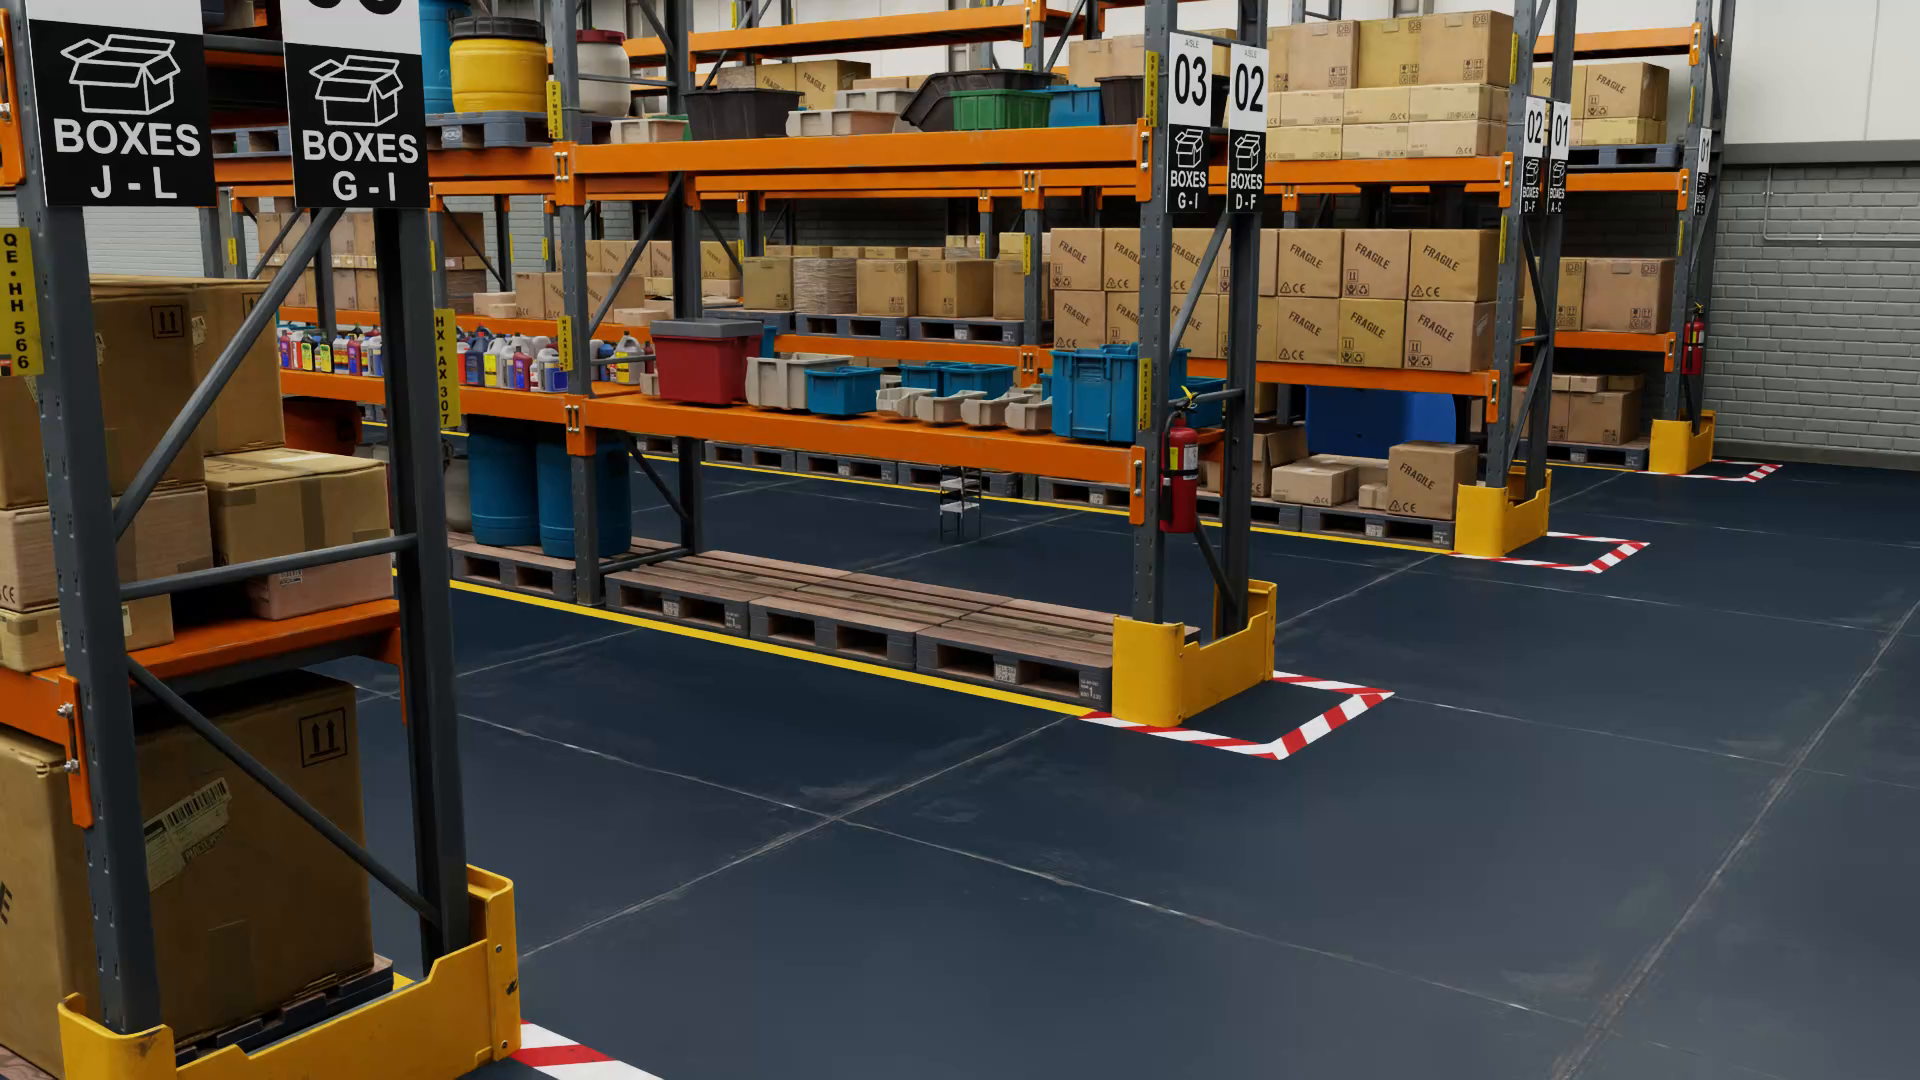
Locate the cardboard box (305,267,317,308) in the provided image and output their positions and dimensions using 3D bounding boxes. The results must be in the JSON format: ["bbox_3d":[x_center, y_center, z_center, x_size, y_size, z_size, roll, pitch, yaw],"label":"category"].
[{"bbox_3d":[-7.599,-3.119,20.494,0.500,0.500,0.700,8,14,36],"label":"cardboard box"}]

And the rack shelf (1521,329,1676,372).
[{"bbox_3d":[5.422,-2.071,17.234,4.000,0.370,1.077,8,13,36],"label":"rack shelf"}]

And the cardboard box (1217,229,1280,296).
[{"bbox_3d":[2.341,-2.161,12.907,0.500,0.500,0.500,8,14,37],"label":"cardboard box"}]

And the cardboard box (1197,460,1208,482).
[{"bbox_3d":[2.113,-0.682,14.077,0.500,0.311,0.500,8,13,36],"label":"cardboard box"}]

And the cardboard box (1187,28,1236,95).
[{"bbox_3d":[2.022,-3.721,13.075,0.500,0.500,0.700,8,13,36],"label":"cardboard box"}]

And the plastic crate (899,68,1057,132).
[{"bbox_3d":[0.102,-2.339,8.990,0.767,0.338,0.504,8,13,36],"label":"plastic crate"}]

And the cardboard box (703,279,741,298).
[{"bbox_3d":[-3.199,-3.492,23.024,0.500,0.250,0.500,8,14,36],"label":"cardboard box"}]

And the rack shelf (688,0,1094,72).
[{"bbox_3d":[-0.731,-4.511,15.104,4.000,0.370,1.077,8,13,36],"label":"rack shelf"}]

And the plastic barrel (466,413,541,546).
[{"bbox_3d":[-3.053,-0.452,11.388,0.708,0.901,0.600,8,13,36],"label":"plastic barrel"}]

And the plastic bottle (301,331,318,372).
[{"bbox_3d":[-4.666,-1.353,11.933,0.133,0.283,0.061,8,13,36],"label":"plastic bottle"}]

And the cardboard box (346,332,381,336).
[{"bbox_3d":[-7.368,-2.339,20.883,0.500,0.500,0.500,8,13,36],"label":"cardboard box"}]

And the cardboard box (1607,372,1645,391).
[{"bbox_3d":[6.630,-1.577,16.552,0.250,0.149,0.380,8,14,36],"label":"cardboard box"}]

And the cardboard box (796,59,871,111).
[{"bbox_3d":[-1.173,-4.188,15.489,0.500,0.500,0.500,8,13,36],"label":"cardboard box"}]

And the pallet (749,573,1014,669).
[{"bbox_3d":[-0.451,0.450,9.648,1.213,0.211,1.003,8,13,36],"label":"pallet"}]

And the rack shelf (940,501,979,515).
[{"bbox_3d":[0.007,-0.231,12.480,0.200,0.077,0.258,8,13,36],"label":"rack shelf"}]

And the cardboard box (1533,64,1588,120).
[{"bbox_3d":[5.886,-4.321,16.121,0.500,0.500,0.500,8,14,37],"label":"cardboard box"}]

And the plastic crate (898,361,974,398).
[{"bbox_3d":[-0.137,-0.890,9.517,0.300,0.233,0.416,8,13,36],"label":"plastic crate"}]

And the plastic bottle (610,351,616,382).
[{"bbox_3d":[-2.308,-1.167,11.188,0.097,0.201,0.097,0,11,0],"label":"plastic bottle"}]

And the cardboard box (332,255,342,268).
[{"bbox_3d":[-7.364,-3.357,20.016,0.250,0.149,0.380,8,14,36],"label":"cardboard box"}]

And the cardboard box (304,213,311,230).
[{"bbox_3d":[-7.546,-3.751,20.341,0.500,0.500,0.700,8,14,36],"label":"cardboard box"}]

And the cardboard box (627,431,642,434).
[{"bbox_3d":[-3.329,-1.276,17.361,0.500,0.250,0.500,8,13,35],"label":"cardboard box"}]

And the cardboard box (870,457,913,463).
[{"bbox_3d":[-0.484,-1.004,15.247,0.500,0.500,0.500,8,14,36],"label":"cardboard box"}]

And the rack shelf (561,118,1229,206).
[{"bbox_3d":[-0.442,-2.027,9.109,4.000,0.370,1.077,8,13,36],"label":"rack shelf"}]

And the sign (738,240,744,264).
[{"bbox_3d":[-2.953,-3.890,22.461,0.005,0.325,0.100,8,13,36],"label":"sign"}]

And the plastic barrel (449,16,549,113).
[{"bbox_3d":[-2.909,-2.976,10.515,0.600,0.588,0.600,0,11,0],"label":"plastic barrel"}]

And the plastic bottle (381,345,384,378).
[{"bbox_3d":[-3.876,-1.286,11.408,0.185,0.351,0.144,8,13,36],"label":"plastic bottle"}]

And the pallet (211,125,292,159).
[{"bbox_3d":[-4.719,-2.862,12.024,1.213,0.211,1.003,8,13,36],"label":"pallet"}]

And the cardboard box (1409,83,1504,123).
[{"bbox_3d":[3.540,-3.104,11.860,0.500,0.250,0.500,8,13,36],"label":"cardboard box"}]

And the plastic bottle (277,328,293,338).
[{"bbox_3d":[-5.030,-1.447,12.437,0.135,0.276,0.152,8,13,36],"label":"plastic bottle"}]

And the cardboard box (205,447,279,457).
[{"bbox_3d":[-2.411,-0.150,5.019,0.500,0.250,0.500,8,13,35],"label":"cardboard box"}]

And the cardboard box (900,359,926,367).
[{"bbox_3d":[-0.371,-2.237,21.616,0.500,0.500,0.700,8,13,35],"label":"cardboard box"}]

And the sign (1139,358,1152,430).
[{"bbox_3d":[0.858,-0.677,7.703,0.005,0.325,0.100,8,13,36],"label":"sign"}]

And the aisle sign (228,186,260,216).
[{"bbox_3d":[-9.025,-4.477,20.928,0.004,0.787,0.394,8,13,36],"label":"aisle sign"}]

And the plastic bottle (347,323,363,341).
[{"bbox_3d":[-4.699,-1.545,12.926,0.133,0.283,0.061,8,13,36],"label":"plastic bottle"}]

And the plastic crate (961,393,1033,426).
[{"bbox_3d":[0.181,-0.682,8.693,0.243,0.136,0.396,8,13,36],"label":"plastic crate"}]

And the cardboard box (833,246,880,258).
[{"bbox_3d":[-1.252,-3.618,21.914,0.500,0.500,0.700,10,15,43],"label":"cardboard box"}]

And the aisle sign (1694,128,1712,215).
[{"bbox_3d":[6.915,-3.422,15.477,0.004,0.787,0.394,8,13,36],"label":"aisle sign"}]

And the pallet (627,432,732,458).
[{"bbox_3d":[-2.983,-1.070,17.504,1.213,0.211,1.003,8,13,36],"label":"pallet"}]

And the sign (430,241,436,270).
[{"bbox_3d":[-5.894,-3.169,18.525,0.005,0.325,0.100,8,13,36],"label":"sign"}]

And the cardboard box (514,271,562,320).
[{"bbox_3d":[-4.533,-2.691,18.280,0.500,0.500,0.500,9,14,40],"label":"cardboard box"}]

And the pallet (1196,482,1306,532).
[{"bbox_3d":[2.422,-0.307,13.562,1.213,0.211,1.003,8,13,36],"label":"pallet"}]

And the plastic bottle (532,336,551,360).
[{"bbox_3d":[-2.948,-1.286,11.608,0.135,0.276,0.152,8,13,36],"label":"plastic bottle"}]

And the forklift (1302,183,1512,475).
[{"bbox_3d":[4.418,-2.099,15.665,1.130,2.935,3.031,9,14,38],"label":"forklift"}]

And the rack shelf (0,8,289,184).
[{"bbox_3d":[-3.373,-1.269,5.190,4.000,0.370,1.077,8,13,36],"label":"rack shelf"}]

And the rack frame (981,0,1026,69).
[{"bbox_3d":[0.586,-6.045,20.082,0.127,3.000,1.000,8,13,36],"label":"rack frame"}]

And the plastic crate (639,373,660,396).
[{"bbox_3d":[-1.763,-0.959,10.124,0.243,0.136,0.396,8,13,36],"label":"plastic crate"}]

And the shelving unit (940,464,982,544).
[{"bbox_3d":[0.007,-0.441,12.439,0.210,0.900,0.258,8,13,36],"label":"shelving unit"}]

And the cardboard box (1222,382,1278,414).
[{"bbox_3d":[3.210,-1.853,18.767,0.750,0.750,0.750,8,14,36],"label":"cardboard box"}]

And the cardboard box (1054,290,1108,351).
[{"bbox_3d":[1.131,-1.841,13.884,0.500,0.500,0.500,8,14,37],"label":"cardboard box"}]

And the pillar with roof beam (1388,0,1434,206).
[{"bbox_3d":[2.338,-4.990,14.629,0.400,9.000,9.100,8,13,36],"label":"pillar with roof beam"}]

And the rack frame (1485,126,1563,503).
[{"bbox_3d":[4.105,-1.441,12.081,0.127,3.000,1.000,8,13,36],"label":"rack frame"}]

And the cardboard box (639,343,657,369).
[{"bbox_3d":[-4.336,-2.742,24.226,0.500,0.500,0.700,7,13,32],"label":"cardboard box"}]
